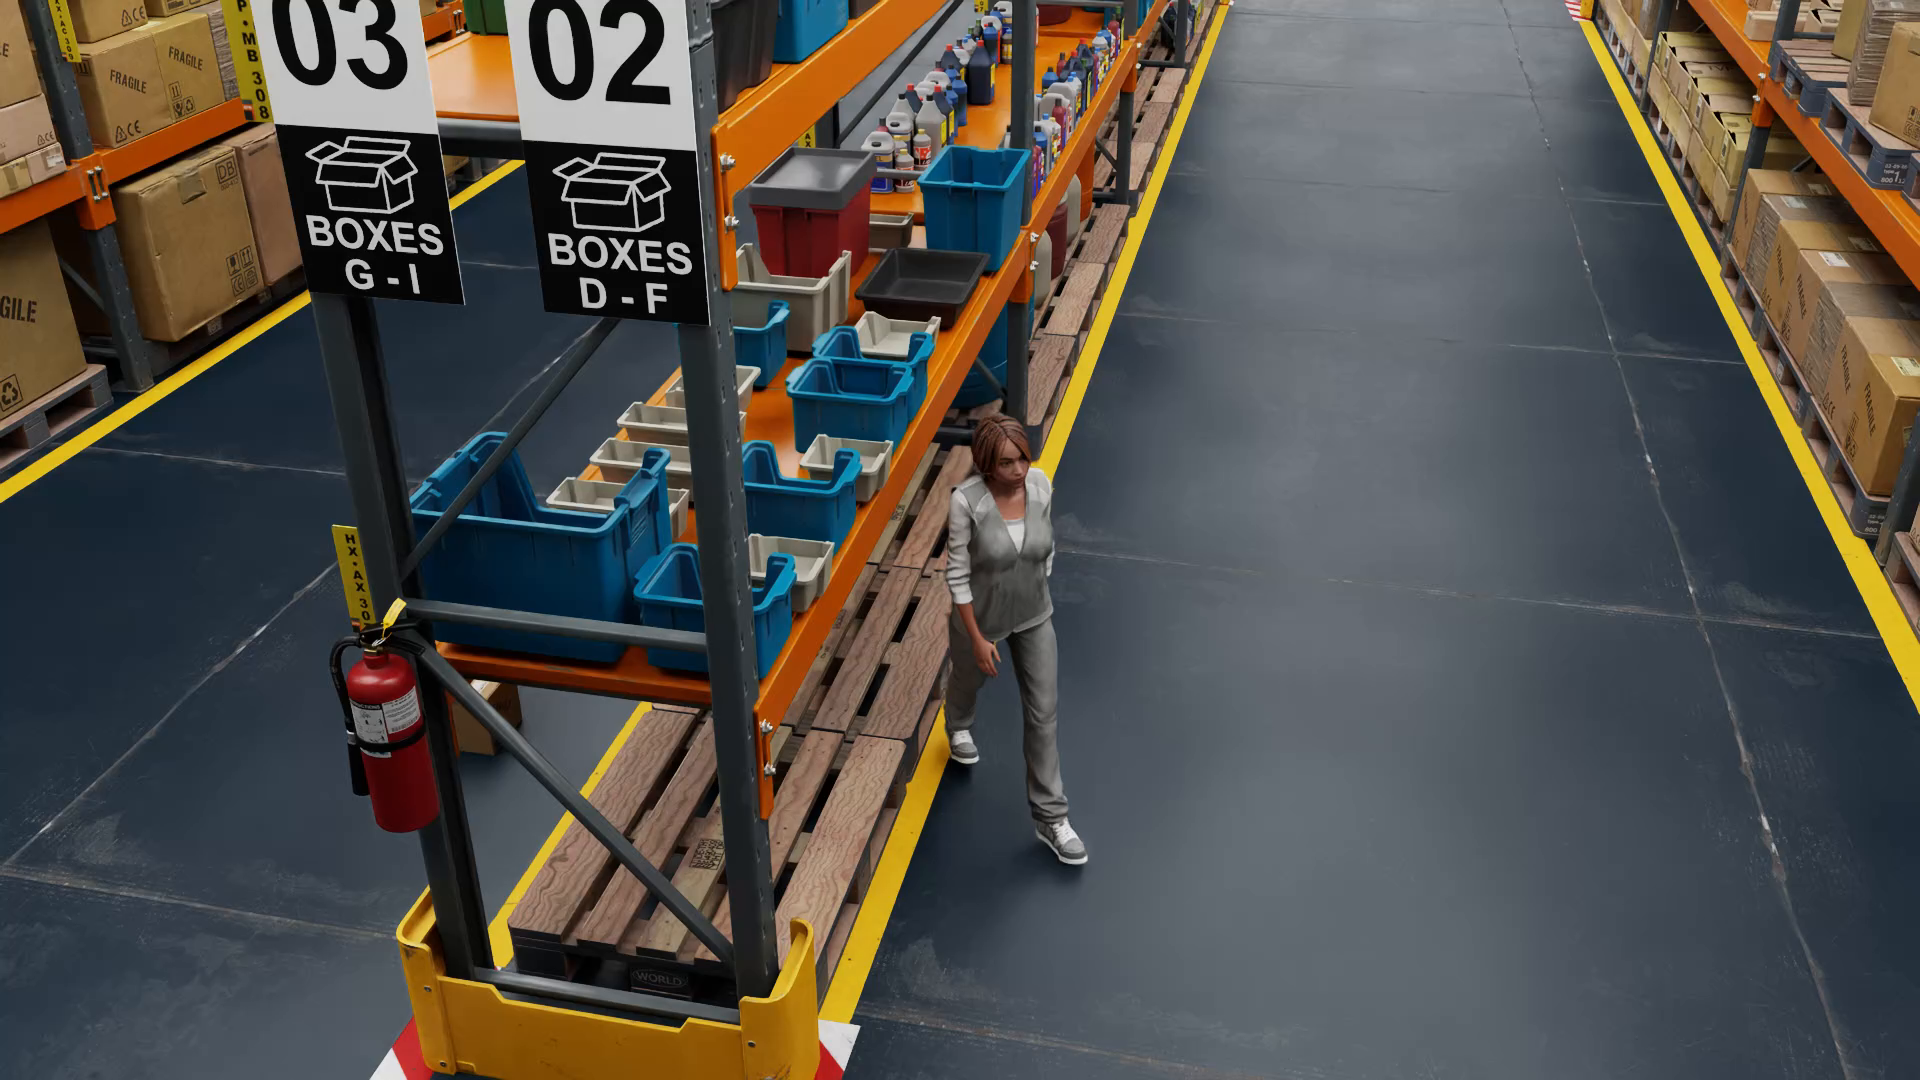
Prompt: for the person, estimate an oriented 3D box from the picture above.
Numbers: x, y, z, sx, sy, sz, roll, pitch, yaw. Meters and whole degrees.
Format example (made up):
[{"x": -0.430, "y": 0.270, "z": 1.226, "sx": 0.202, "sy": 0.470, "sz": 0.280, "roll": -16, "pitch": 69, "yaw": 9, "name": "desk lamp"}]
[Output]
[{"x": 0.145, "y": 0.269, "z": 5.637, "sx": 0.417, "sy": 1.524, "sz": 0.921, "roll": -8, "pitch": 30, "yaw": -14, "name": "person"}]
